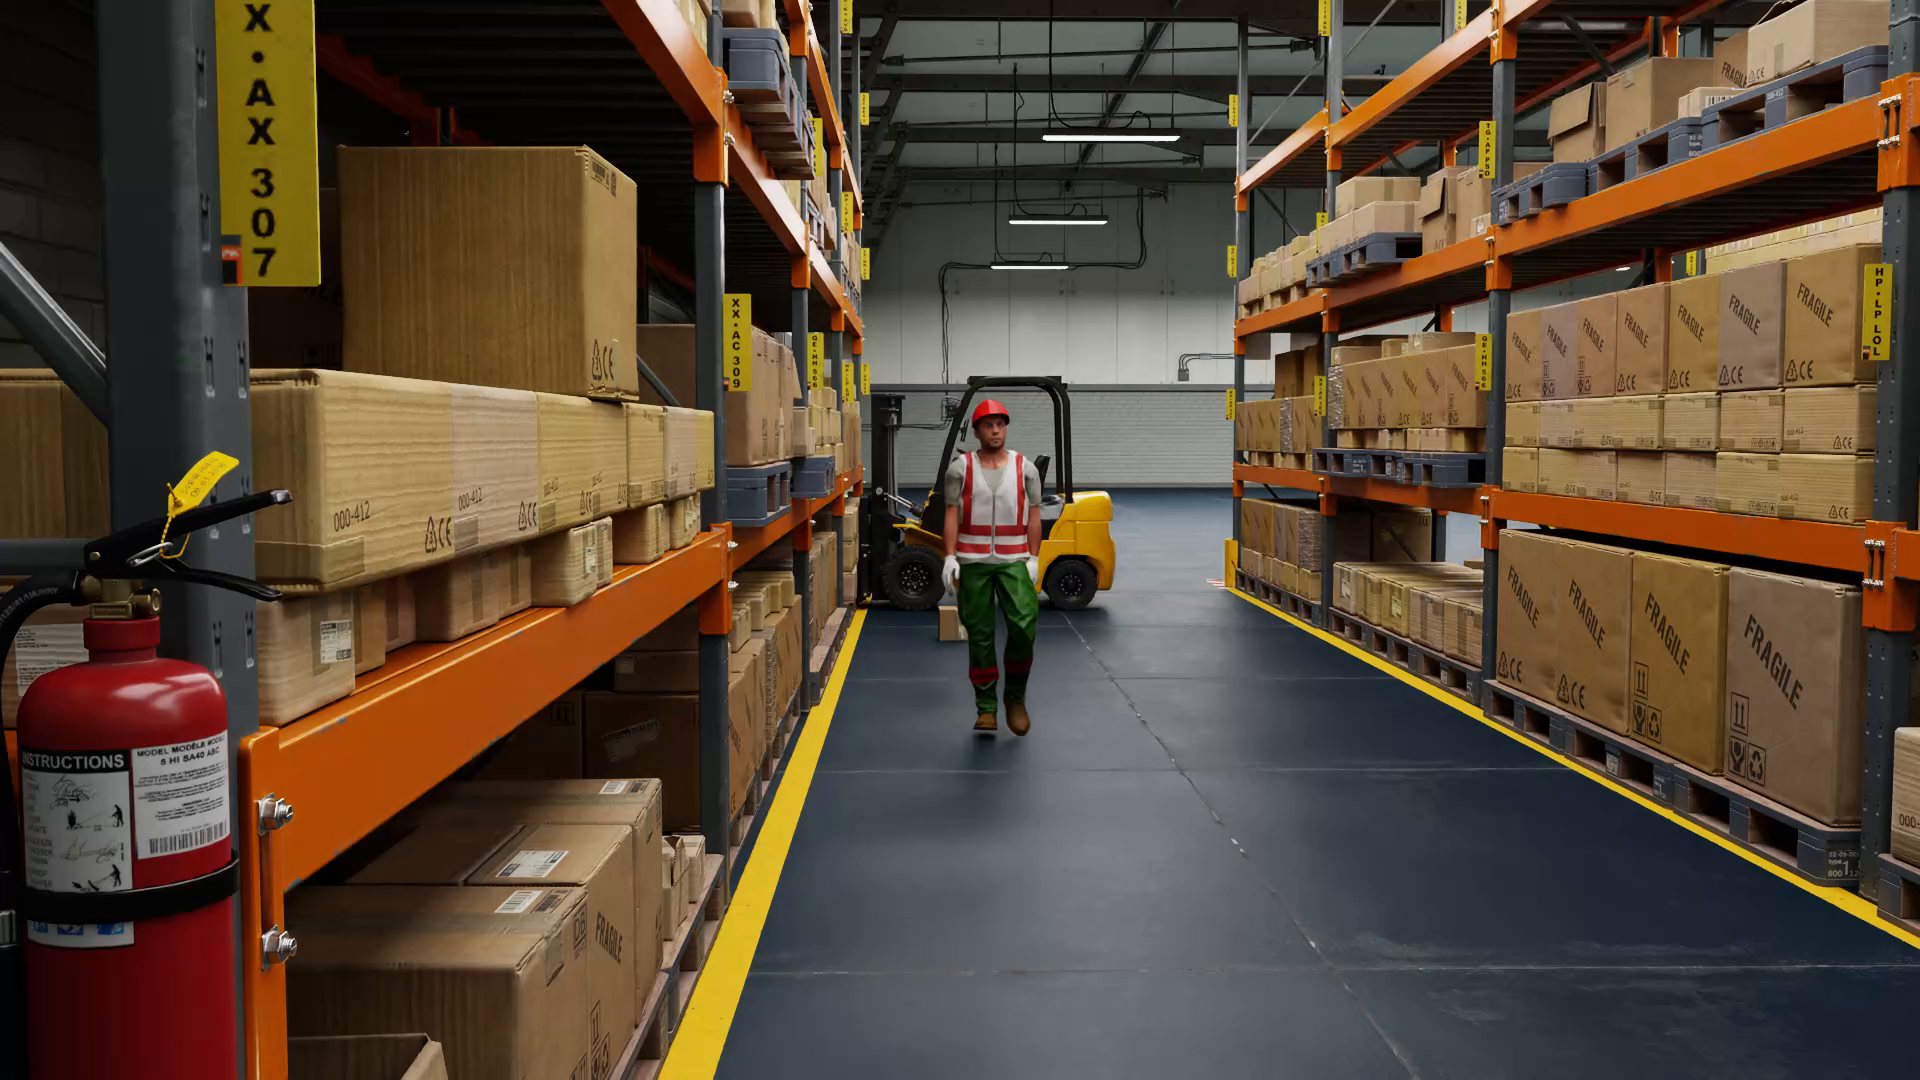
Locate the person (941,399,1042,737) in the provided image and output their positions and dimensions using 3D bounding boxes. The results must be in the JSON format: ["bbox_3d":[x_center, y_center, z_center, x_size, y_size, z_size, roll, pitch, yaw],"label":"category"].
[{"bbox_3d":[0.174,0.150,8.863,0.547,1.803,0.452,0,4,-1],"label":"person"}]
